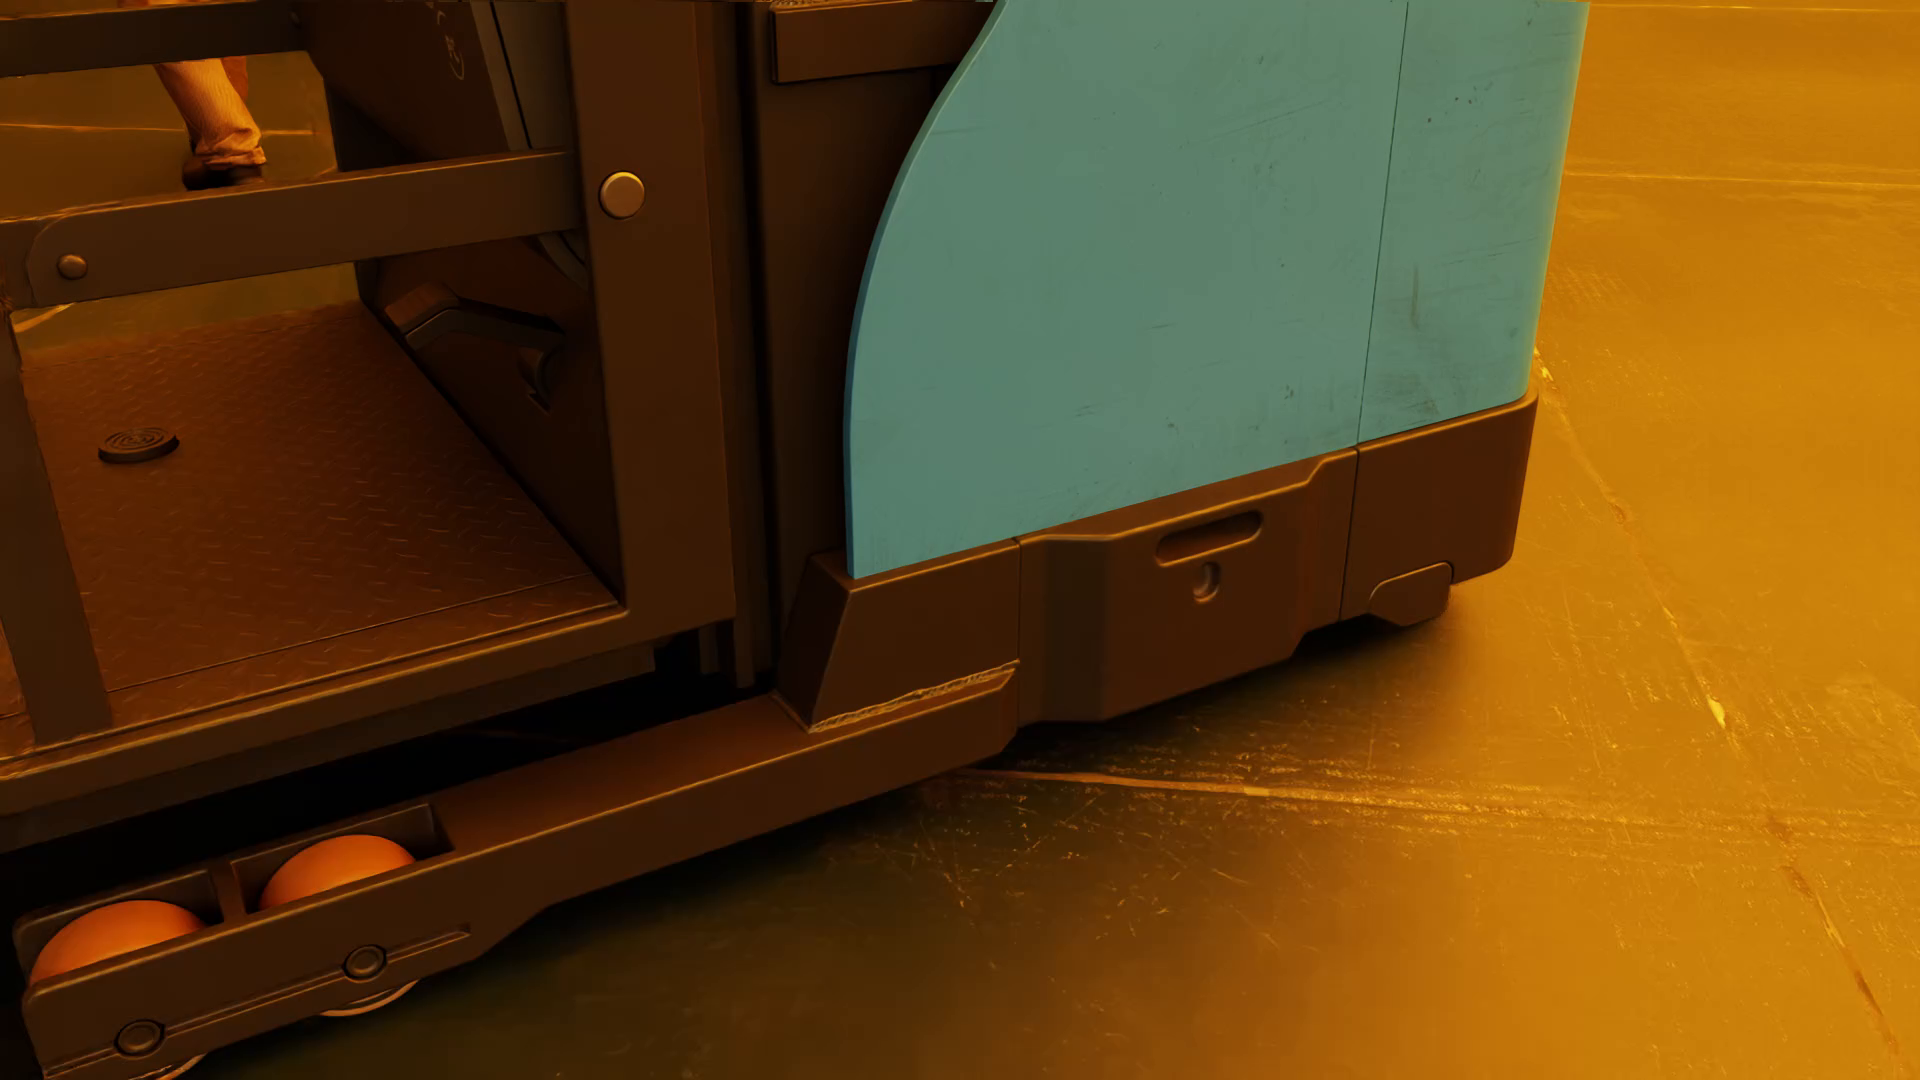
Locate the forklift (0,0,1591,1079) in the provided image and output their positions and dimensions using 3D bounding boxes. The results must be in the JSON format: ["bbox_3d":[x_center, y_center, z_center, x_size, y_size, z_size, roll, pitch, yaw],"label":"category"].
[{"bbox_3d":[-0.760,-1.084,1.389,3.031,2.935,1.130,-15,30,-27],"label":"forklift"}]

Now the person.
[{"bbox_3d":[-1.959,-1.741,4.111,0.756,1.701,0.943,21,34,36],"label":"person"}]
